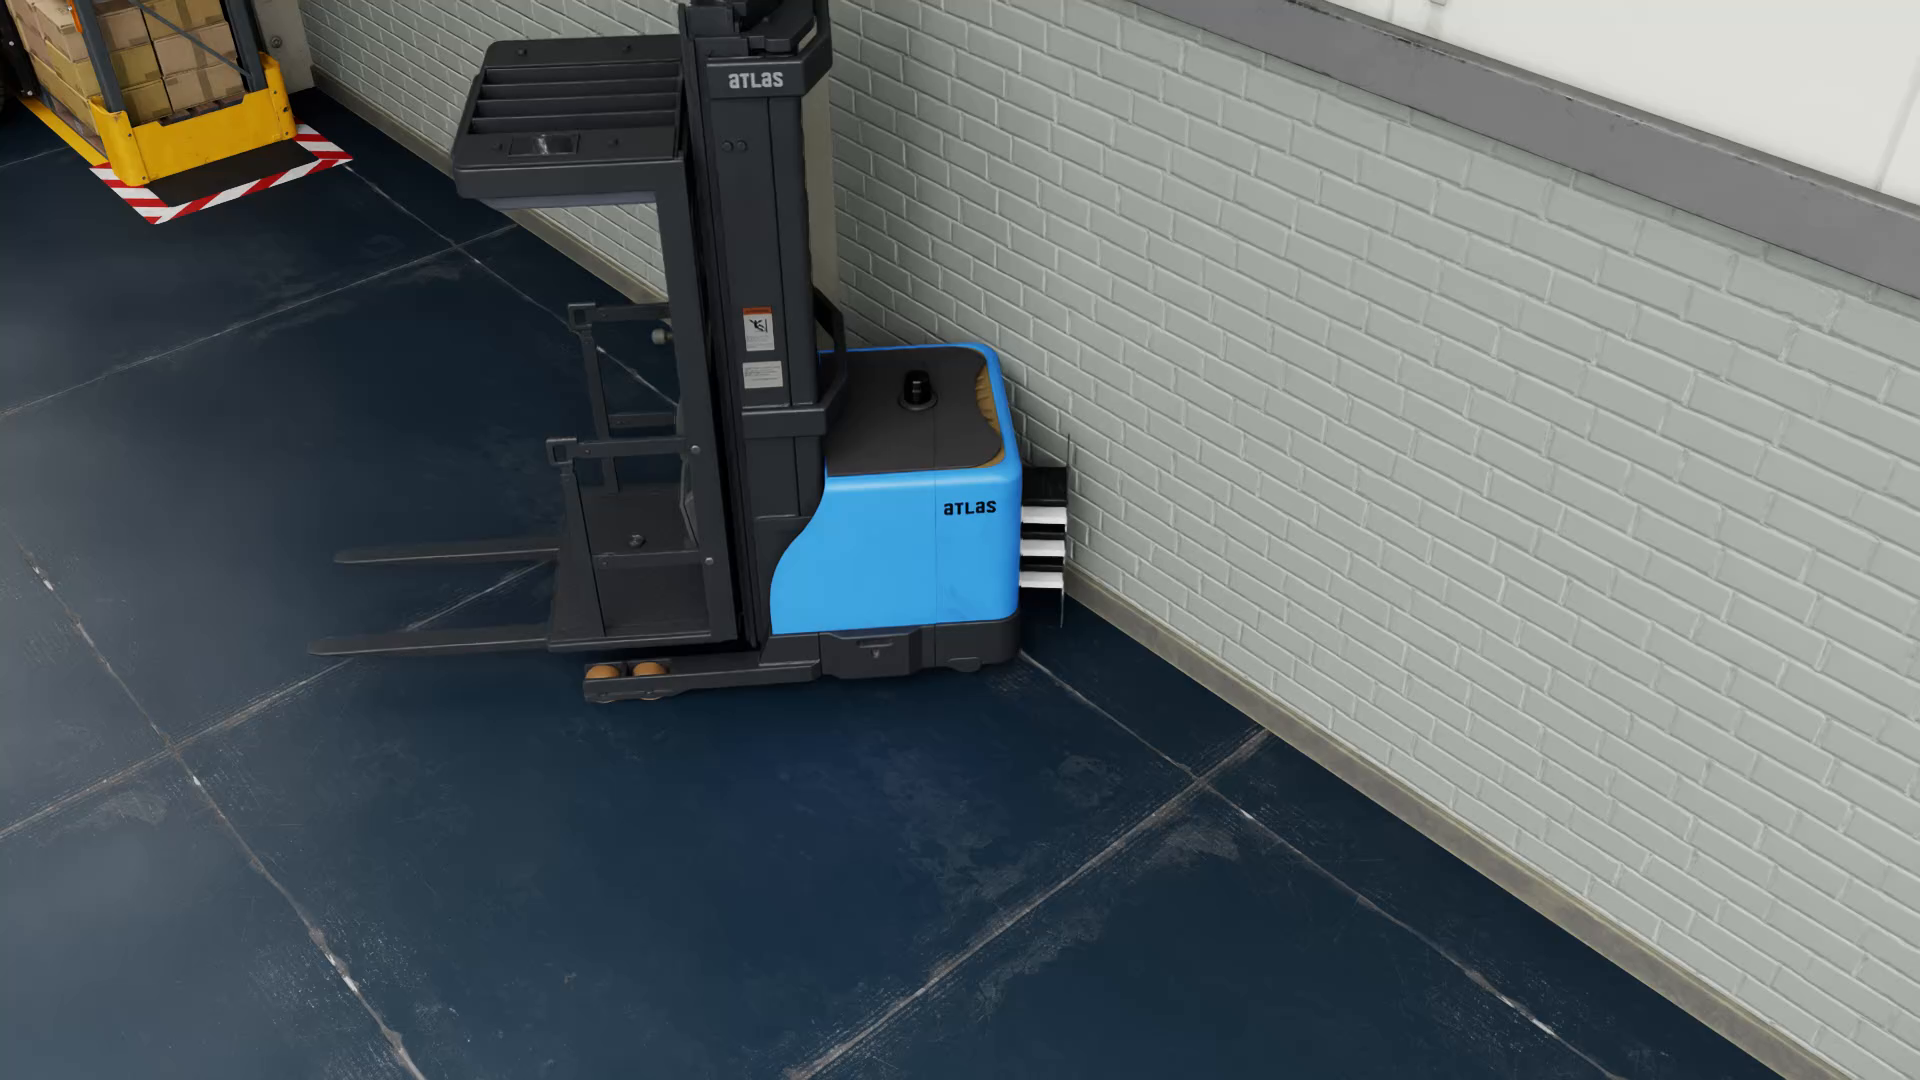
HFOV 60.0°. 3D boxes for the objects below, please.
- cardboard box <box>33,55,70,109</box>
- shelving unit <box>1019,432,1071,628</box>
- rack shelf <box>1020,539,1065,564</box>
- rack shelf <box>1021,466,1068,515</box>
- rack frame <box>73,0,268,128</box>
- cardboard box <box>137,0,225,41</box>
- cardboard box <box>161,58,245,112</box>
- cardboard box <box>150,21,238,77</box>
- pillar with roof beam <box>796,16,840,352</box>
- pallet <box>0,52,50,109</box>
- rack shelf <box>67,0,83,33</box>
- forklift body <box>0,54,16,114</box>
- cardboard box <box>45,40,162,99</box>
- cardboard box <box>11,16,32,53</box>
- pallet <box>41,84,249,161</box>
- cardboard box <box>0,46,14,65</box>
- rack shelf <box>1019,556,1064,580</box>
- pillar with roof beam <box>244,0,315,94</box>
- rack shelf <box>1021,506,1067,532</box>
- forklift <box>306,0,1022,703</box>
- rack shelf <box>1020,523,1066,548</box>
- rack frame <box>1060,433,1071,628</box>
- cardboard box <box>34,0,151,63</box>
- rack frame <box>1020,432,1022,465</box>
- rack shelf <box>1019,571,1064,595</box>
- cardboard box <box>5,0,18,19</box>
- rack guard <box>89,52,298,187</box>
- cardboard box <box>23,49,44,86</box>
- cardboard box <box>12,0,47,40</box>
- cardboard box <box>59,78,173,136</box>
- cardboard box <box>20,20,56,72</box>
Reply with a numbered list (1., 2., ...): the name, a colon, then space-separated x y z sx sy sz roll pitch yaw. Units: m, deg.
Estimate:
1. cardboard box: -5.958 -3.196 11.382 0.500 0.250 0.500 -30 48 -32
2. shelving unit: 0.359 -0.032 7.281 0.210 0.900 0.258 1 39 1
3. rack shelf: 0.359 -0.006 7.302 0.200 0.077 0.258 1 39 1
4. rack shelf: 0.359 -0.216 7.132 0.200 0.077 0.258 1 39 1
5. rack frame: -5.078 -3.785 10.257 1.000 3.000 0.127 -30 48 -32
6. cardboard box: -5.264 -3.571 11.050 0.500 0.250 0.500 -31 48 -32
7. cardboard box: -5.266 -3.189 11.373 0.500 0.250 0.500 -30 48 -32
8. cardboard box: -5.243 -3.379 11.211 0.500 0.250 0.500 -29 47 -31
9. pillar with roof beam: -3.998 -2.218 3.542 9.100 9.000 0.400 -30 48 -32
10. pallet: -6.447 -3.601 12.248 1.003 0.211 1.213 -30 48 -32
11. rack shelf: -6.431 -4.431 11.629 1.077 0.370 4.000 -30 48 -32
12. forklift body: -7.704 -3.557 10.650 2.313 2.155 1.214 -30 48 -32
13. cardboard box: -5.638 -3.166 10.946 0.500 0.250 0.500 -31 48 -32
14. cardboard box: -6.333 -3.632 11.524 0.500 0.250 0.500 -31 48 -33
15. pallet: -5.626 -3.036 11.549 1.003 0.211 1.213 -30 48 -32
16. cardboard box: -6.657 -3.662 11.959 0.500 0.250 0.500 -28 47 -30
17. rack shelf: 0.359 0.064 7.358 0.200 0.077 0.258 1 39 1
18. pillar with roof beam: -8.056 -4.995 6.980 9.100 9.000 0.400 -30 48 -32
19. rack shelf: 0.359 -0.146 7.189 0.200 0.077 0.258 1 39 1
20. forklift: -1.287 -0.793 6.607 3.031 2.935 1.130 -4 39 -4
21. rack shelf: 0.359 -0.076 7.245 0.200 0.077 0.258 1 39 1
22. rack frame: 0.460 -0.030 7.278 0.006 0.900 0.240 1 39 1
23. cardboard box: -5.619 -3.348 10.775 0.500 0.250 0.500 -28 47 -30
24. rack frame: 0.257 -0.034 7.283 0.006 0.900 0.240 1 39 1
25. rack shelf: 0.359 0.134 7.415 0.200 0.077 0.258 1 39 1
26. cardboard box: -6.318 -3.811 11.348 0.500 0.250 0.500 -29 47 -31
27. rack guard: -5.062 -2.801 11.029 1.175 0.500 0.348 -30 48 -32
28. cardboard box: -6.290 -3.431 11.673 0.500 0.250 0.500 -29 47 -31
29. cardboard box: -5.969 -3.582 11.064 0.500 0.250 0.500 -29 47 -31
30. cardboard box: -5.629 -2.962 11.092 0.500 0.250 0.500 -30 47 -31
31. cardboard box: -5.969 -3.402 11.239 0.500 0.250 0.500 -30 48 -32
